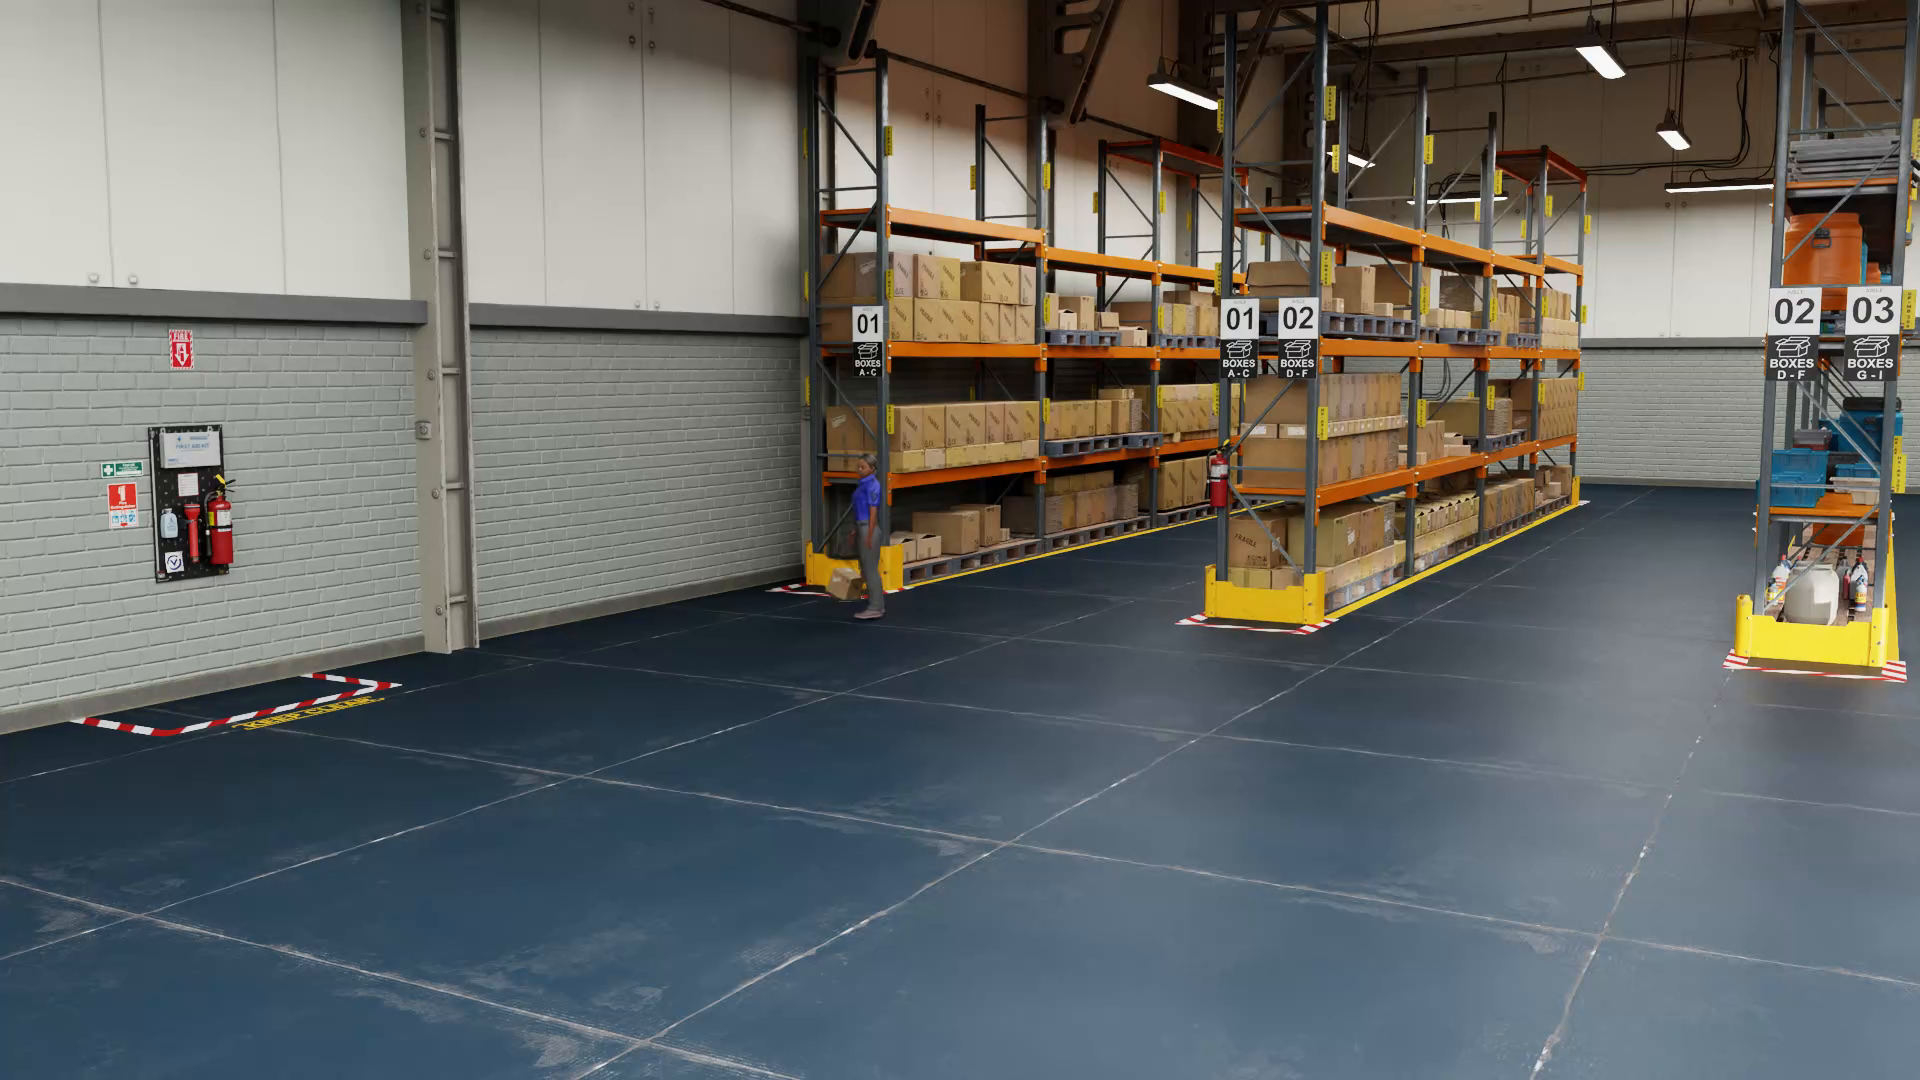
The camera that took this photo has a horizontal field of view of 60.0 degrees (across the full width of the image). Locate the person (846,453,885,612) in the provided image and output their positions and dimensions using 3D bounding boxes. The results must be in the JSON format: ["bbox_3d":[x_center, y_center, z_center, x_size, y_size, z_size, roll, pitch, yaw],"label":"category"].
[{"bbox_3d":[-0.923,-0.075,16.613,0.391,1.589,0.481,-1,6,-11],"label":"person"}]
